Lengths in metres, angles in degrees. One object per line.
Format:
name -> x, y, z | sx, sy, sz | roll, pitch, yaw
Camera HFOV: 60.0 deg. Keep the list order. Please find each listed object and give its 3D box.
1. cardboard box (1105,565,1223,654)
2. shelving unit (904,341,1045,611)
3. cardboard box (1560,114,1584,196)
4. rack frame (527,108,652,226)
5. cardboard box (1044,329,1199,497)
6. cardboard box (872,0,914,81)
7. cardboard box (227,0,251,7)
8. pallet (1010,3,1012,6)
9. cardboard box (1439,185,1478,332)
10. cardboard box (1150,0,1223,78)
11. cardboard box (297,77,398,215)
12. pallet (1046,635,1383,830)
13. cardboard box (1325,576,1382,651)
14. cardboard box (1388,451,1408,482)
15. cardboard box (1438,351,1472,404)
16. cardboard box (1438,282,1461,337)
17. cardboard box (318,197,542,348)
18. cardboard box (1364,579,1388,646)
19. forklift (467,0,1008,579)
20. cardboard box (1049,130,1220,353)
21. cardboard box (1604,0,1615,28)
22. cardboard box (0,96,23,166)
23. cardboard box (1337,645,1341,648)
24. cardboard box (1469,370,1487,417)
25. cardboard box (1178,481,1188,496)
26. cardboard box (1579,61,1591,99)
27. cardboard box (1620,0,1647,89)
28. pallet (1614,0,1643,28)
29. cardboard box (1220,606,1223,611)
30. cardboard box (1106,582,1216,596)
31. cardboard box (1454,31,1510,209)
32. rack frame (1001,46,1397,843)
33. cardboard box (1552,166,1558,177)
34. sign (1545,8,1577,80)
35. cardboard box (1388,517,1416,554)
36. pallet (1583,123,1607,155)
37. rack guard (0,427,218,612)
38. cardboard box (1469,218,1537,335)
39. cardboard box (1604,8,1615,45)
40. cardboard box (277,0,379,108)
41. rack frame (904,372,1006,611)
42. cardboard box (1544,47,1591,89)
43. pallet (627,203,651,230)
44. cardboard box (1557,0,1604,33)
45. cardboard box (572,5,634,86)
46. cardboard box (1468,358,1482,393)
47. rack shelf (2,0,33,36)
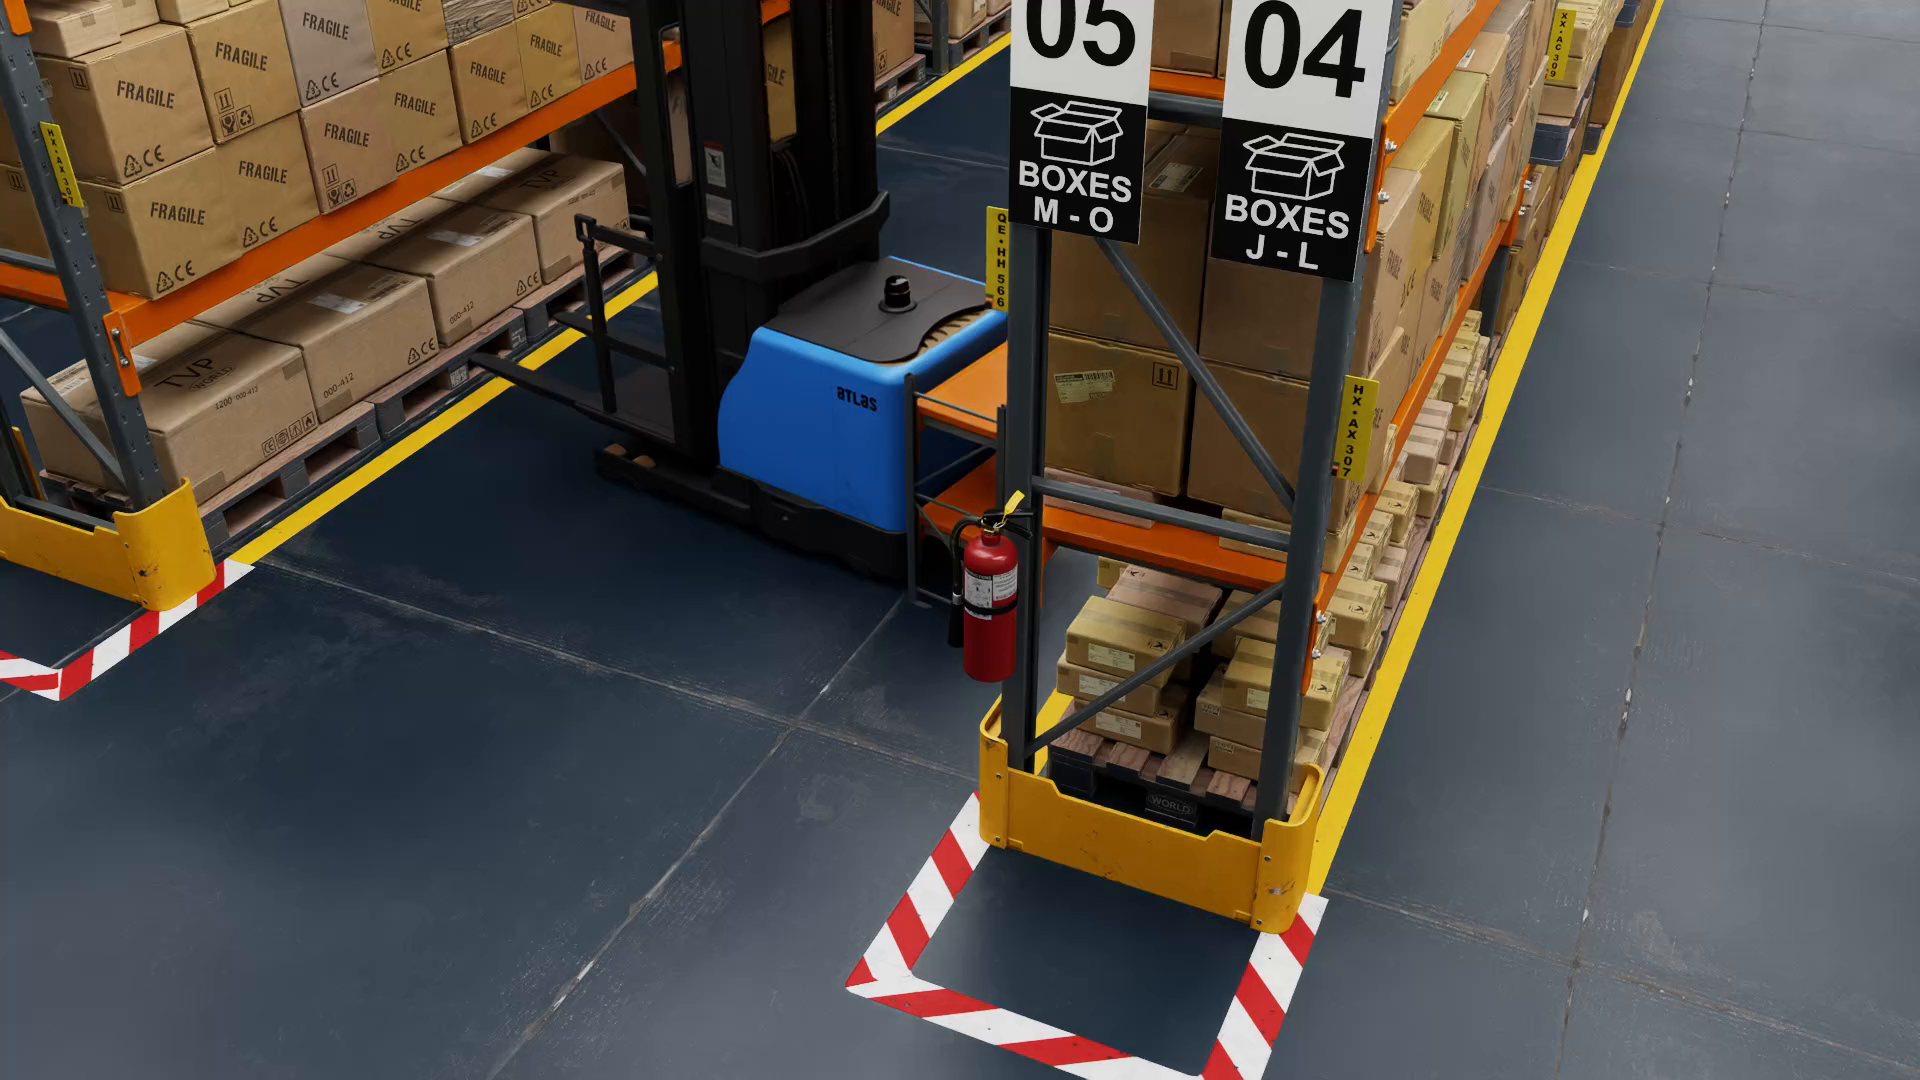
cardboard box -> 0.768, 0.260, 6.293 | 0.380, 0.149, 0.250 | 15, 36, 21
shelving unit -> 0.280, -0.351, 7.260 | 0.538, 1.125, 1.048 | 21, 39, 29
cardboard box -> 3.708, -2.544, 10.790 | 0.500, 0.500, 0.500 | 16, 36, 22
rack frame -> -2.245, -3.152, 9.821 | 1.000, 3.000, 0.127 | 14, 36, 20
cardboard box -> 0.574, -0.523, 5.450 | 0.500, 0.500, 0.500 | 15, 36, 21
cardboard box -> -0.936, -4.106, 12.831 | 0.875, 0.875, 0.875 | 14, 36, 20
cardboard box -> -3.167, -2.389, 7.064 | 0.380, 0.149, 0.250 | 13, 35, 19
pallet -> 0.268, -4.972, 15.140 | 1.003, 0.211, 1.213 | 14, 36, 20
cardboard box -> 1.683, -1.170, 6.436 | 0.500, 0.500, 0.500 | 13, 36, 19
cardboard box -> 0.570, -1.553, 4.785 | 0.500, 0.250, 0.500 | 13, 36, 19
cardboard box -> -3.041, -1.882, 7.794 | 0.500, 0.500, 0.500 | 14, 36, 20
pallet -> 1.024, 0.657, 6.555 | 1.003, 0.211, 1.213 | 14, 36, 20
cardboard box -> 1.375, 0.249, 6.308 | 0.380, 0.149, 0.250 | 14, 36, 20
cardboard box -> 1.698, -0.297, 7.141 | 0.380, 0.149, 0.250 | 14, 36, 21
cardboard box -> 2.212, -0.800, 7.909 | 0.380, 0.149, 0.250 | 14, 36, 20
cardboard box -> 1.798, -0.970, 6.724 | 0.380, 0.149, 0.250 | 15, 36, 21
cardboard box -> -2.979, -1.522, 9.289 | 0.875, 0.438, 0.875 | 13, 35, 19
cardboard box -> 1.466, 0.247, 6.583 | 0.380, 0.149, 0.250 | 15, 36, 22
forklift -> -1.188, -1.684, 7.645 | 3.031, 2.935, 1.130 | 21, 39, 29
cardboard box -> 0.585, -0.944, 5.179 | 0.500, 0.500, 0.500 | 13, 36, 20
cardboard box -> 3.309, -2.875, 8.974 | 0.380, 0.149, 0.250 | 16, 36, 22
cardboard box -> -3.933, -1.914, 6.931 | 0.500, 0.500, 0.500 | 15, 36, 22
cardboard box -> 1.262, 0.480, 6.499 | 0.380, 0.149, 0.250 | 15, 36, 21
cardboard box -> 2.439, -0.777, 8.416 | 0.380, 0.149, 0.250 | 15, 36, 21
cardboard box -> 0.638, -0.312, 5.719 | 0.380, 0.149, 0.250 | 14, 36, 20
cardboard box -> 2.986, -2.367, 8.471 | 0.380, 0.149, 0.250 | 15, 36, 21
cardboard box -> 4.666, -4.012, 12.802 | 1.050, 0.750, 0.750 | 15, 36, 21
pallet -> 3.765, -3.599, 10.678 | 1.213, 0.211, 1.003 | 14, 36, 20
cardboard box -> 0.946, 0.243, 6.861 | 0.380, 0.149, 0.250 | 15, 36, 21
cardboard box -> 0.797, 0.230, 6.609 | 0.380, 0.149, 0.250 | 13, 35, 19
cardboard box -> 1.702, -1.583, 6.154 | 0.500, 0.500, 0.500 | 13, 35, 19
rack frame -> 0.620, -0.074, 5.128 | 1.000, 3.000, 0.127 | 14, 36, 20
cardboard box -> 3.280, -2.337, 9.791 | 0.500, 0.250, 0.500 | 16, 36, 22
sign -> 2.789, -2.308, 7.745 | 0.100, 0.325, 0.005 | 14, 36, 20
cardboard box -> 1.765, -0.019, 7.260 | 0.380, 0.149, 0.250 | 14, 36, 21
pallet -> 4.365, -3.268, 12.541 | 1.003, 0.211, 1.213 | 14, 36, 20
rack guard -> -3.929, -0.102, 7.450 | 1.175, 0.500, 0.348 | 14, 36, 20
cardboard box -> 2.843, -1.504, 9.205 | 0.500, 0.500, 0.500 | 16, 36, 22
cardboard box -> 3.417, -2.879, 9.252 | 0.380, 0.149, 0.250 | 14, 36, 20
cardboard box -> -3.041, -2.310, 7.535 | 0.500, 0.500, 0.500 | 14, 36, 20
rack frame -> -0.015, -0.124, 6.913 | 0.500, 1.125, 0.032 | 21, 39, 29
cardboard box -> 2.876, -2.352, 8.177 | 0.380, 0.149, 0.250 | 15, 36, 21
pallet -> -1.991, -2.387, 11.198 | 1.003, 0.211, 1.213 | 14, 36, 20
cardboard box -> 2.987, -2.617, 8.309 | 0.380, 0.149, 0.250 | 15, 36, 22
cardboard box -> -2.207, -2.904, 9.352 | 0.500, 0.500, 0.500 | 15, 36, 21
cardboard box -> 2.348, -0.807, 8.191 | 0.380, 0.149, 0.250 | 12, 35, 18
rack shelf -> -3.082, -3.109, 7.677 | 1.077, 0.370, 4.000 | 14, 36, 20
